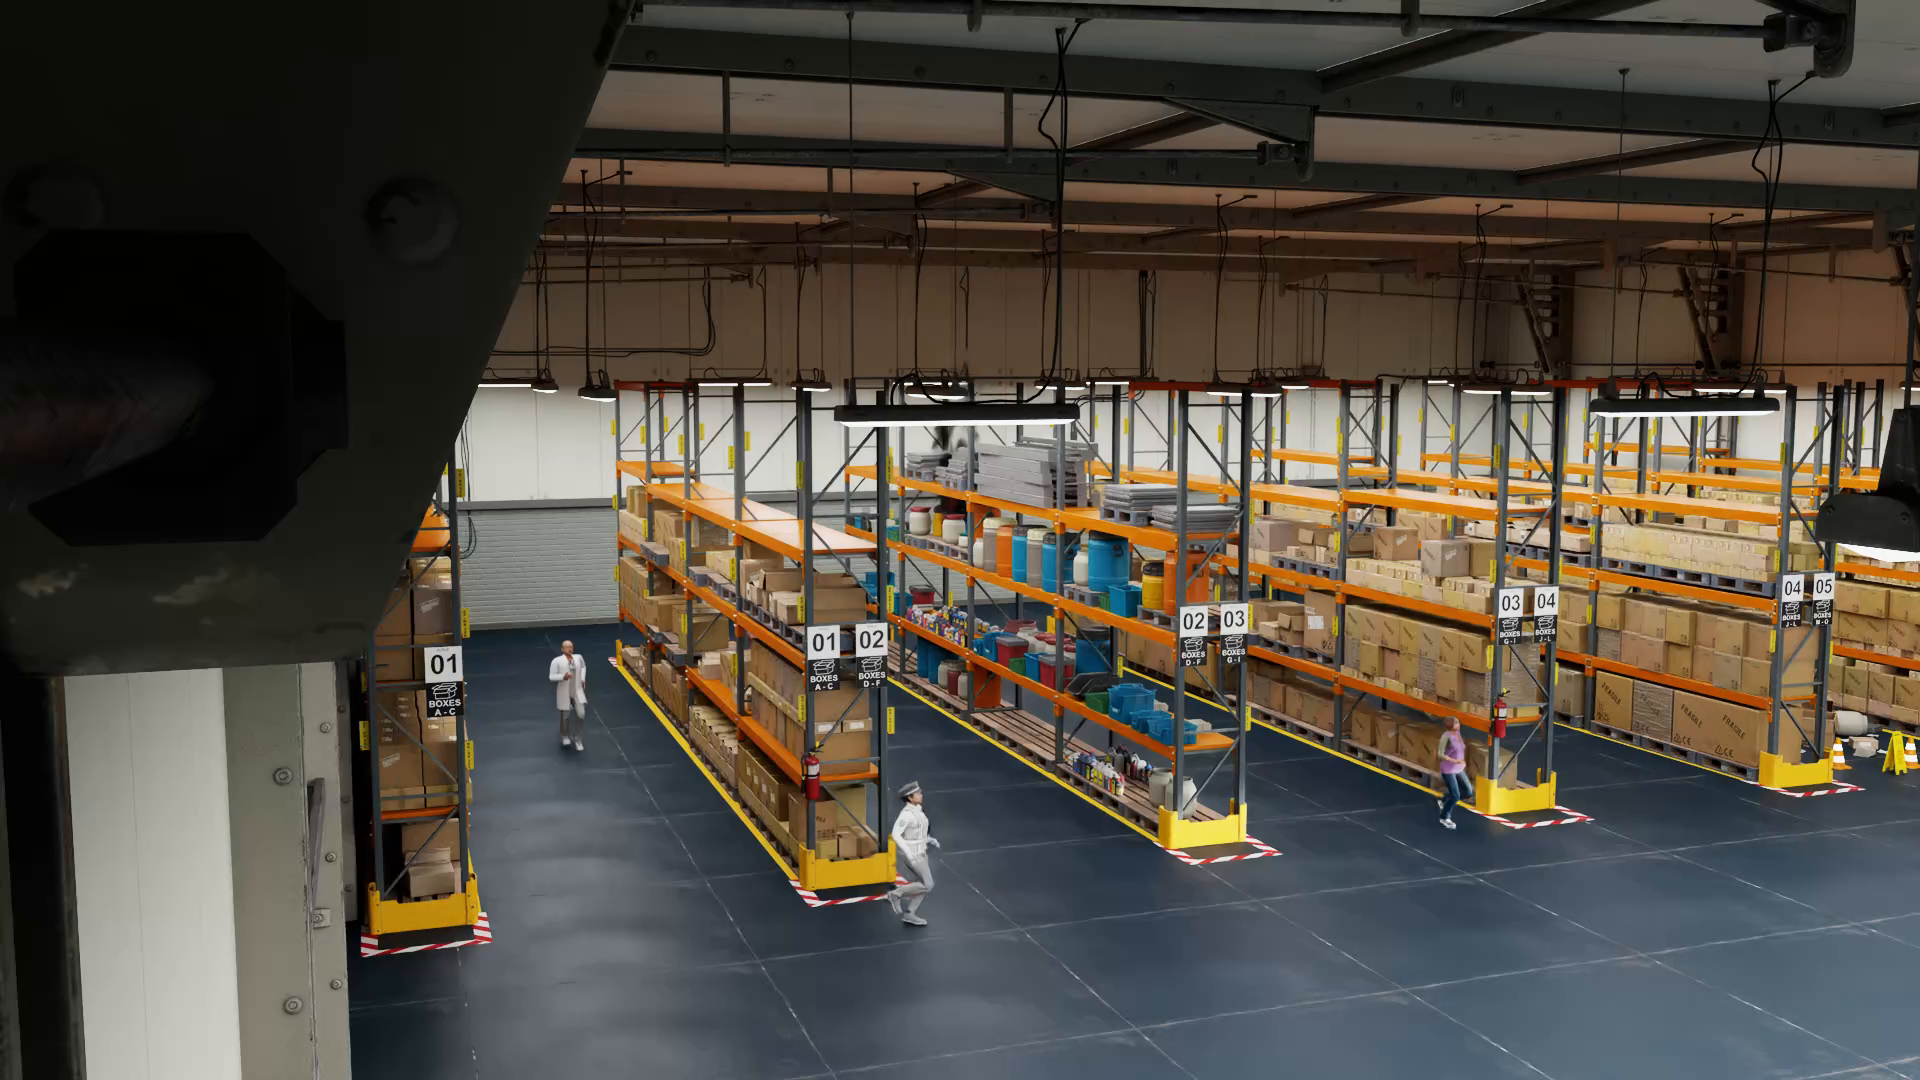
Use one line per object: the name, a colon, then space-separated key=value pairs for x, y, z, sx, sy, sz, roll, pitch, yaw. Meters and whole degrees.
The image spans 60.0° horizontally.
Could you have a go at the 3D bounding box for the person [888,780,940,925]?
person: x=-0.520 y=3.537 z=18.816 sx=0.552 sy=1.650 sz=0.624 roll=1 pitch=6 yaw=13

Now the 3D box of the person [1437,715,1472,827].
person: x=6.730 y=3.157 z=22.696 sx=0.601 sy=1.558 sz=0.483 roll=-6 pitch=8 yaw=-44

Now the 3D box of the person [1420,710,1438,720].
person: x=8.434 y=2.291 z=29.929 sx=0.678 sy=1.828 sz=0.778 roll=-4 pitch=7 yaw=-31

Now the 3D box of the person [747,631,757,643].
person: x=-4.275 y=1.884 z=34.356 sx=0.589 sy=1.658 sz=0.739 roll=-4 pitch=7 yaw=-32

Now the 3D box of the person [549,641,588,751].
person: x=-6.408 y=2.563 z=27.346 sx=0.685 sy=1.826 sz=0.777 roll=-3 pitch=7 yaw=-29
